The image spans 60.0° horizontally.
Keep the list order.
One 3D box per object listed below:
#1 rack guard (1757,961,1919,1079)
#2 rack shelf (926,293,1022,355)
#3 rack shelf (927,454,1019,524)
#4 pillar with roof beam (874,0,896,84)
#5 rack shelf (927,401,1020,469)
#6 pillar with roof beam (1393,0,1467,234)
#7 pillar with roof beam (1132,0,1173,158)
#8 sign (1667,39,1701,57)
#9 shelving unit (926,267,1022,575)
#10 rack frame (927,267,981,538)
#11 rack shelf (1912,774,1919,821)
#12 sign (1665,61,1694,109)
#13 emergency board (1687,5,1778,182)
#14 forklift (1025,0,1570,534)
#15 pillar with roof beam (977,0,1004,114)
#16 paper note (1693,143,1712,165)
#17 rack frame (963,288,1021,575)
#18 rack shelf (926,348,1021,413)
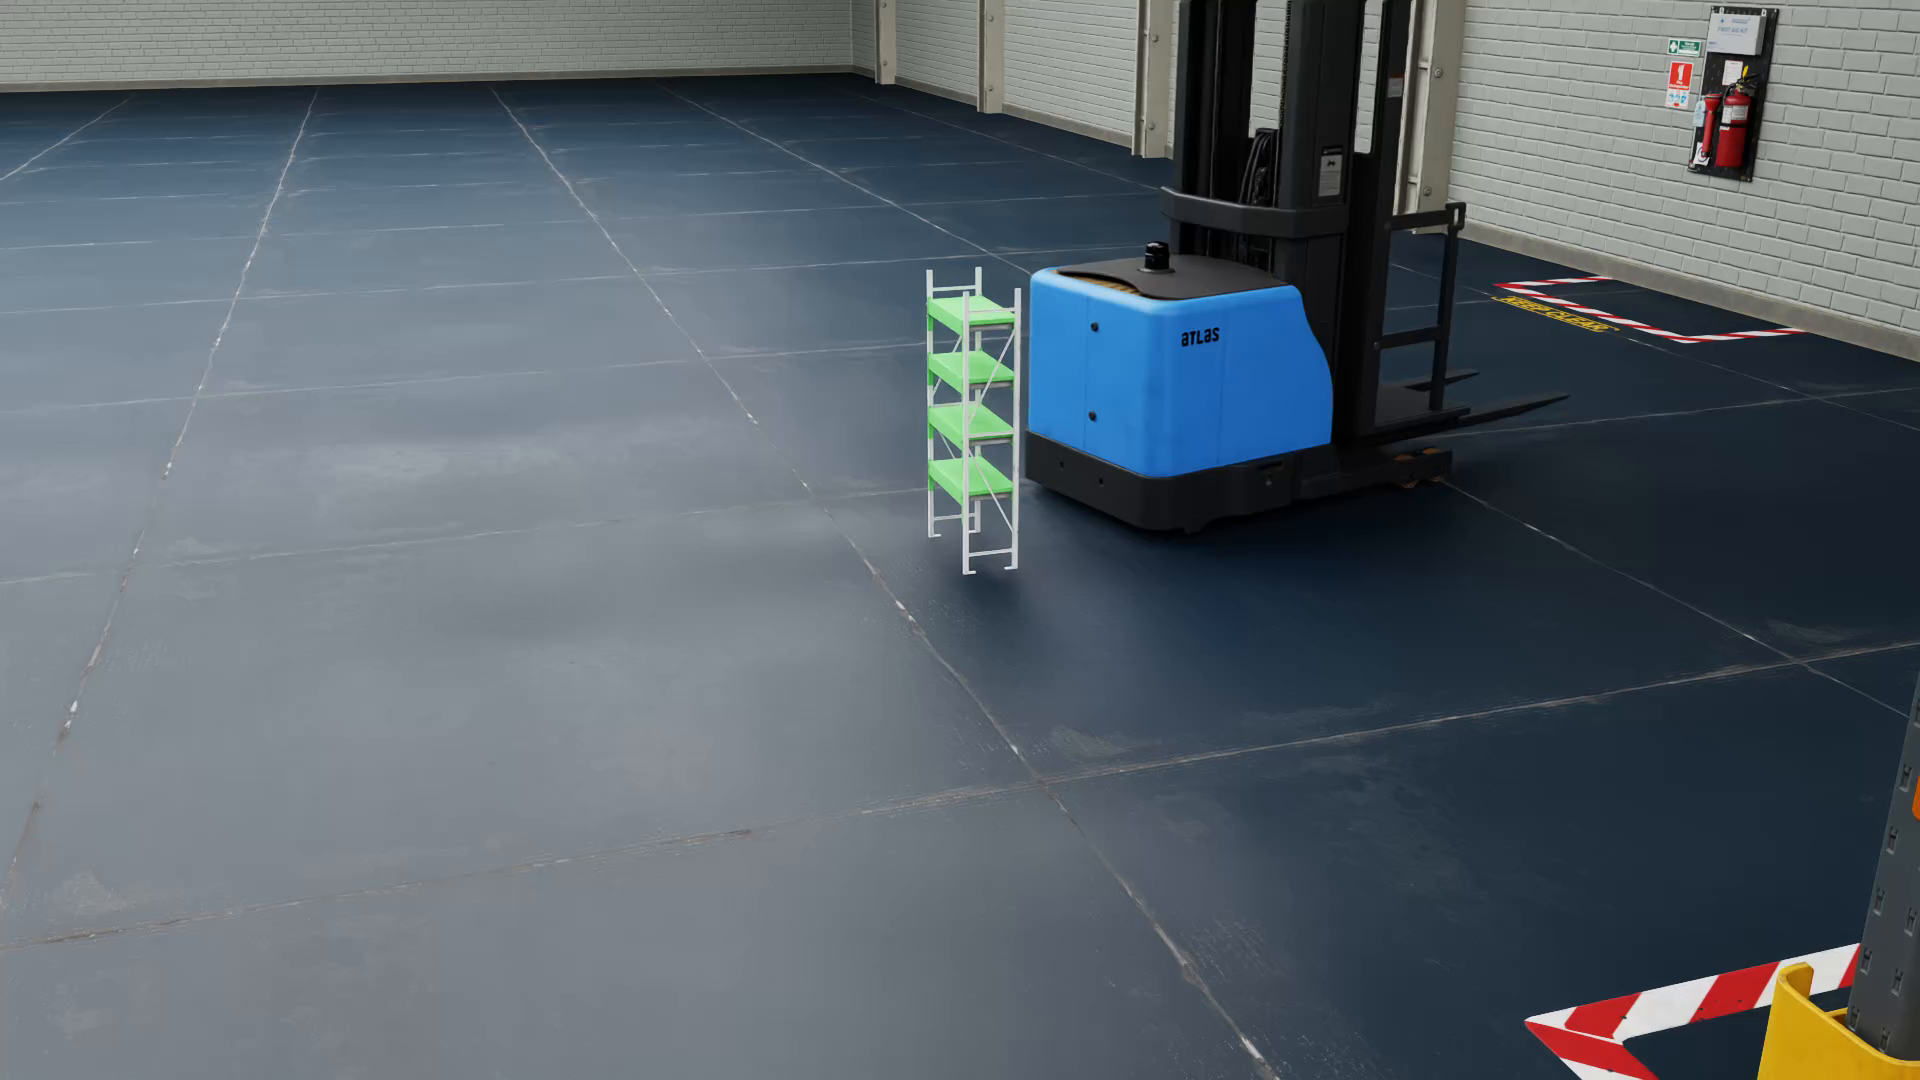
[{"bbox_3d":[2.274,1.123,3.551,1.175,0.500,0.348,-6,21,-17],"label":"rack guard"},{"bbox_3d":[0.052,-0.903,6.925,0.258,0.148,0.480,-6,21,-17],"label":"rack shelf"},{"bbox_3d":[0.052,-0.226,7.169,0.258,0.148,0.480,-6,21,-17],"label":"rack shelf"},{"bbox_3d":[-5.492,-12.434,28.721,9.100,9.000,0.400,-6,21,-17],"label":"pillar with roof beam"},{"bbox_3d":[0.052,-0.451,7.087,0.258,0.148,0.480,-6,21,-17],"label":"rack shelf"},{"bbox_3d":[0.166,-6.657,12.639,9.100,9.000,0.400,-6,21,-17],"label":"pillar with roof beam"},{"bbox_3d":[-1.720,-8.583,18.000,9.100,9.000,0.400,-6,21,-17],"label":"pillar with roof beam"},{"bbox_3d":[5.315,-3.615,12.208,0.001,0.109,0.331,-6,21,-17],"label":"sign"},{"bbox_3d":[0.052,-0.512,7.066,0.258,1.200,0.503,-6,21,-17],"label":"shelving unit"},{"bbox_3d":[-0.025,-0.590,7.284,0.240,1.200,0.015,-6,21,-17],"label":"rack frame"},{"bbox_3d":[2.910,0.935,1.441,1.077,0.370,4.000,-6,21,-17],"label":"rack shelf"},{"bbox_3d":[5.322,-3.368,12.304,0.001,0.329,0.234,-6,21,-17],"label":"sign"},{"bbox_3d":[5.398,-3.163,11.786,0.194,1.169,0.643,-6,21,-17],"label":"emergency board"},{"bbox_3d":[1.828,-1.765,7.996,3.031,2.935,1.130,-12,23,-31],"label":"forklift"},{"bbox_3d":[-3.606,-10.508,23.361,9.100,9.000,0.400,-6,21,-17],"label":"pillar with roof beam"},{"bbox_3d":[5.408,-2.813,12.113,0.016,0.148,0.142,-6,21,-17],"label":"paper note"},{"bbox_3d":[0.129,-0.433,6.848,0.240,1.200,0.015,-6,21,-17],"label":"rack frame"},{"bbox_3d":[0.052,-0.677,7.006,0.258,0.148,0.480,-6,21,-17],"label":"rack shelf"}]
